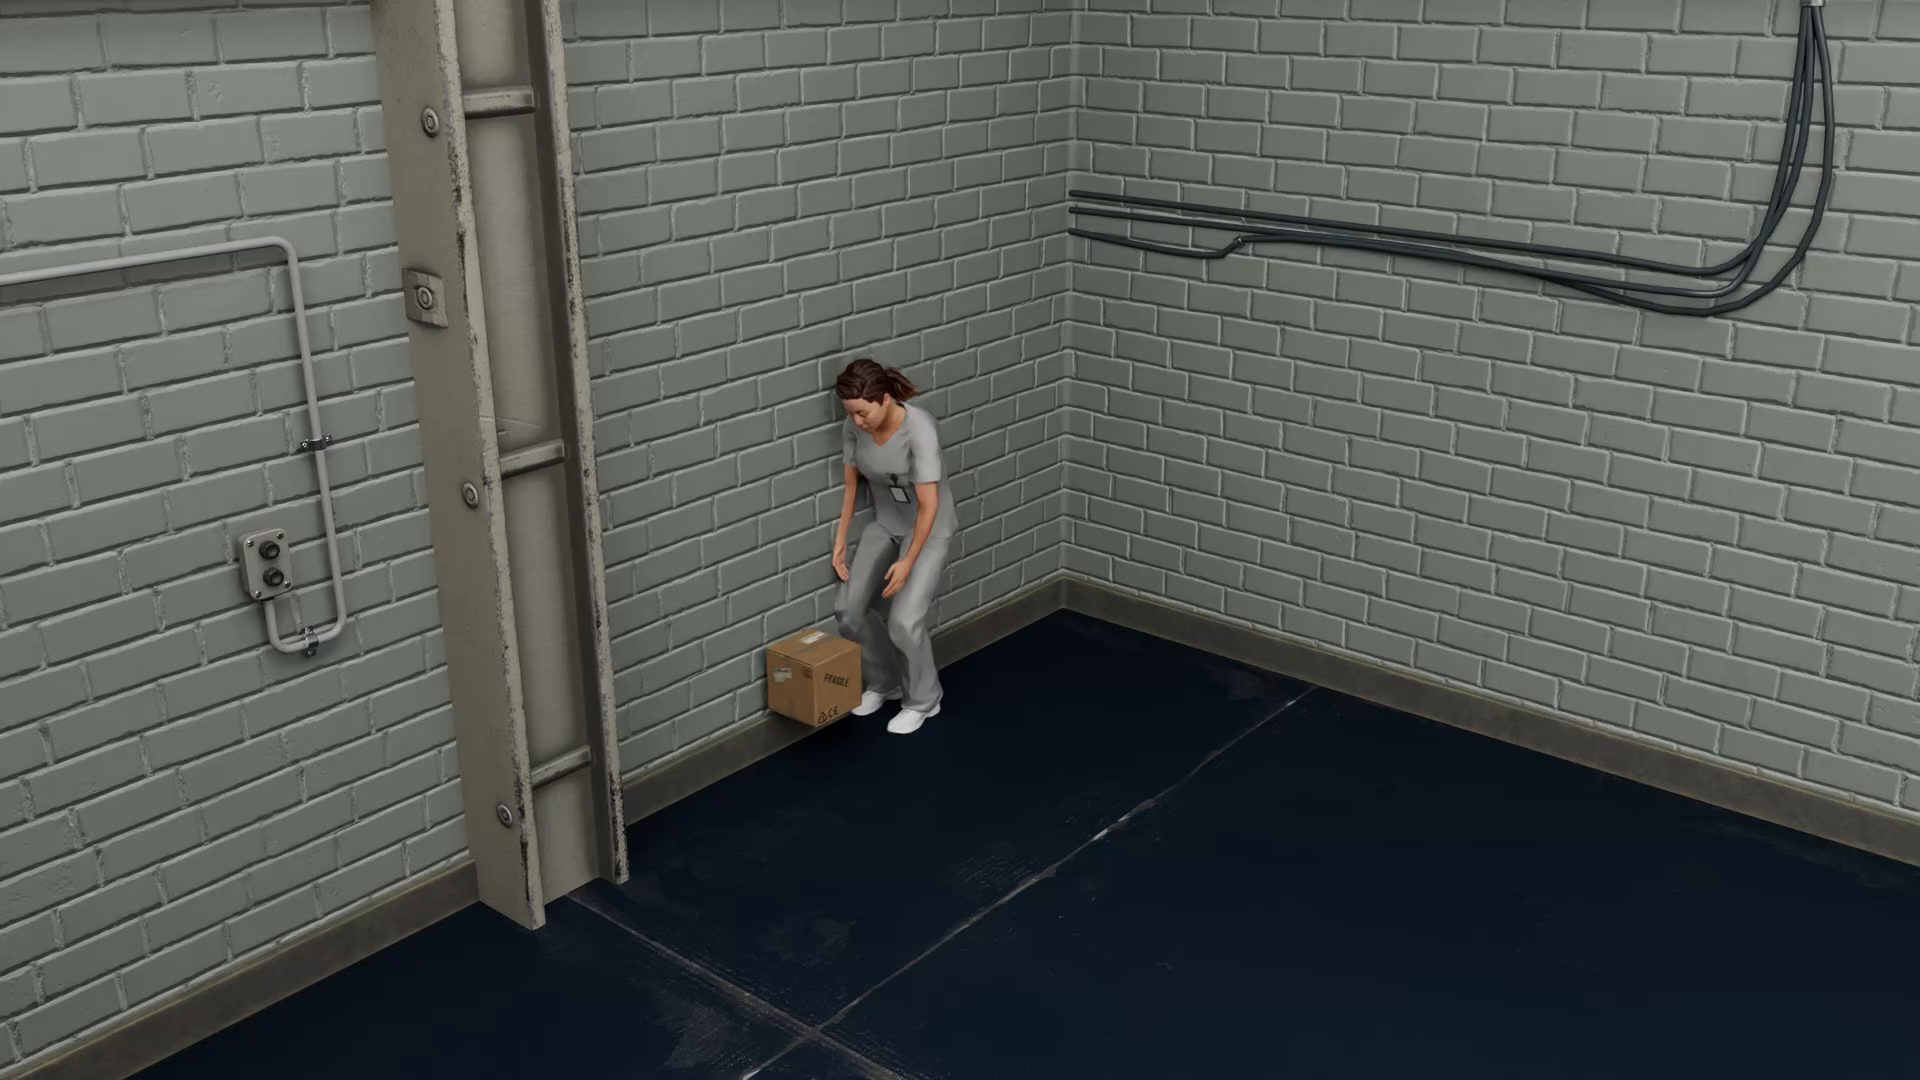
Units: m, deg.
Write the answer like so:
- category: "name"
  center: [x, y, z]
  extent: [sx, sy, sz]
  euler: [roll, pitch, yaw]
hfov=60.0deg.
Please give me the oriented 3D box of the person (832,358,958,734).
- category: "person"
  center: [-0.243, 0.005, 6.338]
  extent: [0.486, 1.493, 0.554]
  euler: [16, 26, 37]
